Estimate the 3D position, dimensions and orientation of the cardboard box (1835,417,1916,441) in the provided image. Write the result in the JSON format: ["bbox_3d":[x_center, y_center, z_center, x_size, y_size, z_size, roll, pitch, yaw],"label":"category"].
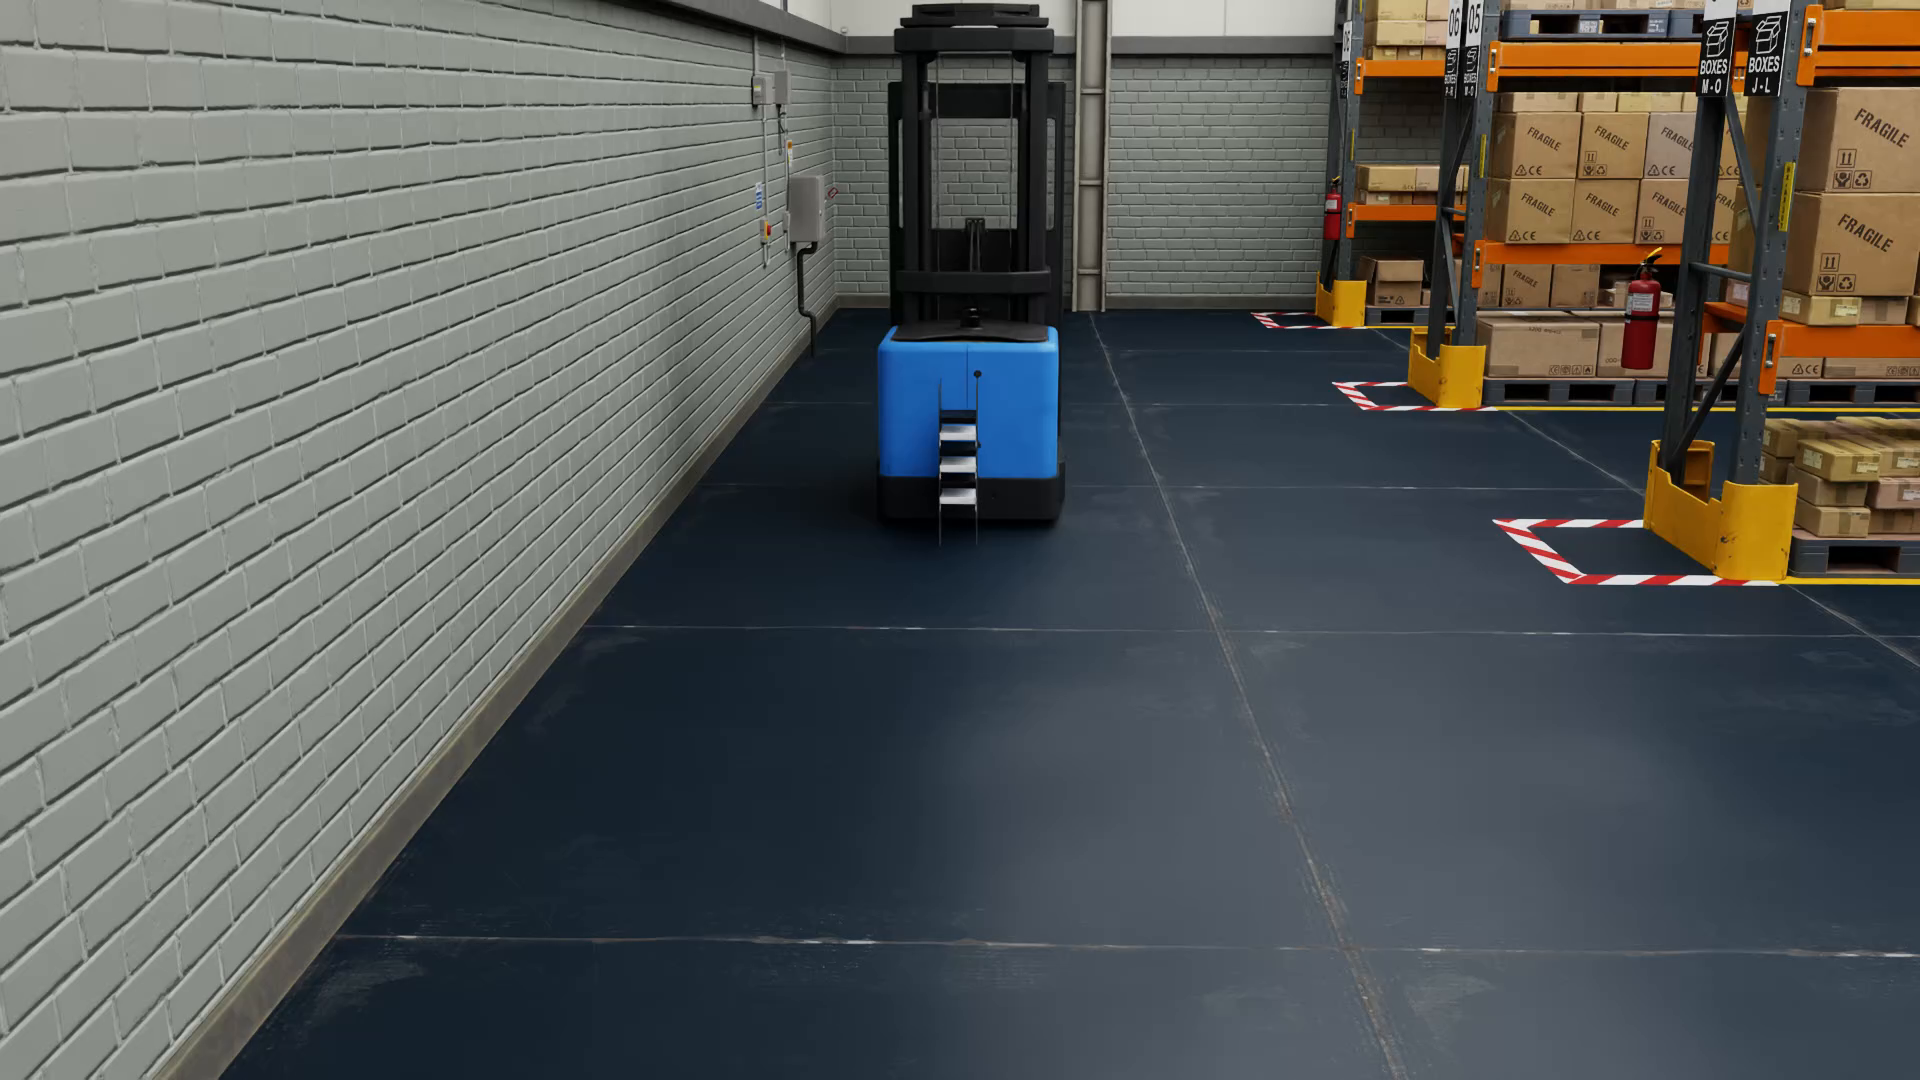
[{"bbox_3d":[5.083,-0.579,9.254,0.250,0.149,0.380,0,15,0],"label":"cardboard box"}]

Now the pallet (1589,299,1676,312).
[{"bbox_3d":[7.496,-2.550,18.593,1.213,0.211,1.003,0,15,1],"label":"pallet"}]

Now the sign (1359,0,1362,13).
[{"bbox_3d":[4.170,-5.655,17.300,0.005,0.325,0.100,0,15,1],"label":"sign"}]

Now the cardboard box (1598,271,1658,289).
[{"bbox_3d":[7.528,-2.862,18.754,0.500,0.311,0.500,1,15,3],"label":"cardboard box"}]

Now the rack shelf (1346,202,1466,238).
[{"bbox_3d":[6.183,-3.559,18.361,4.000,0.370,1.077,0,15,1],"label":"rack shelf"}]

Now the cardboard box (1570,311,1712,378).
[{"bbox_3d":[5.638,-1.636,13.860,0.875,0.438,0.875,1,15,3],"label":"cardboard box"}]

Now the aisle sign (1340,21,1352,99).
[{"bbox_3d":[4.108,-5.103,17.705,0.004,0.787,0.394,0,15,1],"label":"aisle sign"}]

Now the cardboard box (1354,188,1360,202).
[{"bbox_3d":[4.522,-3.865,18.602,0.250,0.149,0.380,0,15,1],"label":"cardboard box"}]

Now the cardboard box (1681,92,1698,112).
[{"bbox_3d":[5.705,-3.415,12.975,0.250,0.149,0.380,1,15,2],"label":"cardboard box"}]

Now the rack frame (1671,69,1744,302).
[{"bbox_3d":[8.182,-3.894,18.220,0.127,3.000,1.000,0,15,1],"label":"rack frame"}]

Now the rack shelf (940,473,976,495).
[{"bbox_3d":[-0.008,-0.316,9.257,0.200,0.077,0.258,0,15,1],"label":"rack shelf"}]

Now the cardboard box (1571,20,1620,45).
[{"bbox_3d":[6.662,-5.362,17.614,0.500,0.250,0.500,1,15,3],"label":"cardboard box"}]

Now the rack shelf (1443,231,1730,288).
[{"bbox_3d":[6.060,-2.293,13.563,4.000,0.370,1.077,0,15,1],"label":"rack shelf"}]

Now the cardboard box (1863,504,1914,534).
[{"bbox_3d":[4.815,-0.150,8.794,0.250,0.149,0.380,0,15,1],"label":"cardboard box"}]

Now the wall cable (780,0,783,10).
[{"bbox_3d":[-1.611,-5.712,13.350,0.029,3.000,2.355,0,15,1],"label":"wall cable"}]

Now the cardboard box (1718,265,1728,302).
[{"bbox_3d":[8.660,-2.828,18.256,0.500,0.500,0.500,1,15,4],"label":"cardboard box"}]

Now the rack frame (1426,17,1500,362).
[{"bbox_3d":[4.061,-2.654,13.520,0.127,3.000,1.000,0,15,1],"label":"rack frame"}]

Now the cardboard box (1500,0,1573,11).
[{"bbox_3d":[4.513,-4.304,13.167,0.500,0.250,0.500,-1,15,-4],"label":"cardboard box"}]

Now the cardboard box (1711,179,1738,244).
[{"bbox_3d":[6.049,-2.623,13.207,0.500,0.500,0.500,1,15,3],"label":"cardboard box"}]

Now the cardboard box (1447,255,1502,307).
[{"bbox_3d":[5.646,-2.871,18.418,0.500,0.500,0.700,1,15,4],"label":"cardboard box"}]

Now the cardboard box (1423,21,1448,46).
[{"bbox_3d":[5.129,-5.371,17.649,0.500,0.250,0.500,1,15,2],"label":"cardboard box"}]

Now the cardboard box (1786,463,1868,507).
[{"bbox_3d":[4.552,-0.291,8.744,0.250,0.149,0.380,1,15,4],"label":"cardboard box"}]

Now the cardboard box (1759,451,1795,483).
[{"bbox_3d":[4.570,-0.429,9.268,0.250,0.149,0.380,0,15,0],"label":"cardboard box"}]

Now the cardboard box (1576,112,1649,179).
[{"bbox_3d":[5.050,-3.109,13.087,0.500,0.500,0.500,0,15,0],"label":"cardboard box"}]

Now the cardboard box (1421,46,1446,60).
[{"bbox_3d":[5.015,-5.187,17.731,0.250,0.149,0.380,0,15,2],"label":"cardboard box"}]

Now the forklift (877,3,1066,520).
[{"bbox_3d":[0.116,-1.854,10.621,1.130,2.935,3.031,1,15,3],"label":"forklift"}]

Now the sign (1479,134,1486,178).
[{"bbox_3d":[4.041,-2.970,12.864,0.005,0.325,0.100,0,15,1],"label":"sign"}]

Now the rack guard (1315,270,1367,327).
[{"bbox_3d":[4.260,-2.711,18.635,0.348,0.500,1.175,0,15,1],"label":"rack guard"}]

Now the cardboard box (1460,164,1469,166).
[{"bbox_3d":[5.661,-4.048,18.514,0.500,0.250,0.500,1,15,3],"label":"cardboard box"}]

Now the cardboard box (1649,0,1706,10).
[{"bbox_3d":[5.556,-4.290,12.998,0.500,0.311,0.500,1,15,2],"label":"cardboard box"}]

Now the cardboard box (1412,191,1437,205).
[{"bbox_3d":[5.024,-3.744,18.143,0.250,0.149,0.380,0,15,1],"label":"cardboard box"}]

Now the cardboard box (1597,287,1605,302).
[{"bbox_3d":[7.095,-2.786,18.785,0.250,0.149,0.380,0,15,1],"label":"cardboard box"}]

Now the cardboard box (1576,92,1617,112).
[{"bbox_3d":[4.929,-3.412,12.966,0.250,0.149,0.380,1,15,3],"label":"cardboard box"}]

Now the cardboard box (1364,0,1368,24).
[{"bbox_3d":[4.635,-5.752,18.112,0.500,0.250,0.500,0,15,0],"label":"cardboard box"}]

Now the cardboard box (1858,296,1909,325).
[{"bbox_3d":[4.606,-1.193,8.474,0.250,0.149,0.380,1,15,3],"label":"cardboard box"}]

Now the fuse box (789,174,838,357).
[{"bbox_3d":[-1.377,-2.597,15.828,0.414,1.711,0.539,0,15,1],"label":"fuse box"}]

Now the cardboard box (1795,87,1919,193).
[{"bbox_3d":[4.477,-1.996,8.287,0.500,0.500,0.500,0,15,1],"label":"cardboard box"}]

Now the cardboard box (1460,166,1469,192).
[{"bbox_3d":[5.641,-3.914,18.006,0.500,0.250,0.500,0,15,0],"label":"cardboard box"}]

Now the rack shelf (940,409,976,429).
[{"bbox_3d":[-0.008,-0.664,9.165,0.200,0.077,0.258,0,15,1],"label":"rack shelf"}]

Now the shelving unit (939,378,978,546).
[{"bbox_3d":[-0.008,-0.435,9.225,0.210,0.900,0.258,0,15,1],"label":"shelving unit"}]

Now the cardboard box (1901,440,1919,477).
[{"bbox_3d":[5.078,-0.408,8.606,0.250,0.149,0.380,0,15,1],"label":"cardboard box"}]

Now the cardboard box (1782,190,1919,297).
[{"bbox_3d":[4.477,-1.510,8.404,0.500,0.500,0.500,1,15,4],"label":"cardboard box"}]

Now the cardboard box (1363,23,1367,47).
[{"bbox_3d":[4.635,-5.508,18.169,0.500,0.250,0.500,0,15,0],"label":"cardboard box"}]

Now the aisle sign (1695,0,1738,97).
[{"bbox_3d":[3.970,-2.725,8.693,0.004,0.787,0.394,0,15,1],"label":"aisle sign"}]

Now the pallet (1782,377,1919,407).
[{"bbox_3d":[7.301,-1.305,13.872,1.213,0.211,1.003,0,15,1],"label":"pallet"}]

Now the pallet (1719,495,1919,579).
[{"bbox_3d":[4.922,-0.028,9.033,1.213,0.211,1.003,0,15,1],"label":"pallet"}]

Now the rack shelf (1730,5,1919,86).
[{"bbox_3d":[6.035,-2.481,8.393,4.000,0.370,1.077,0,15,1],"label":"rack shelf"}]

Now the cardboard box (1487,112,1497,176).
[{"bbox_3d":[4.549,-3.244,13.598,0.500,0.500,0.500,1,15,3],"label":"cardboard box"}]

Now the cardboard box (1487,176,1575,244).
[{"bbox_3d":[4.533,-2.626,13.218,0.500,0.500,0.500,0,15,1],"label":"cardboard box"}]
